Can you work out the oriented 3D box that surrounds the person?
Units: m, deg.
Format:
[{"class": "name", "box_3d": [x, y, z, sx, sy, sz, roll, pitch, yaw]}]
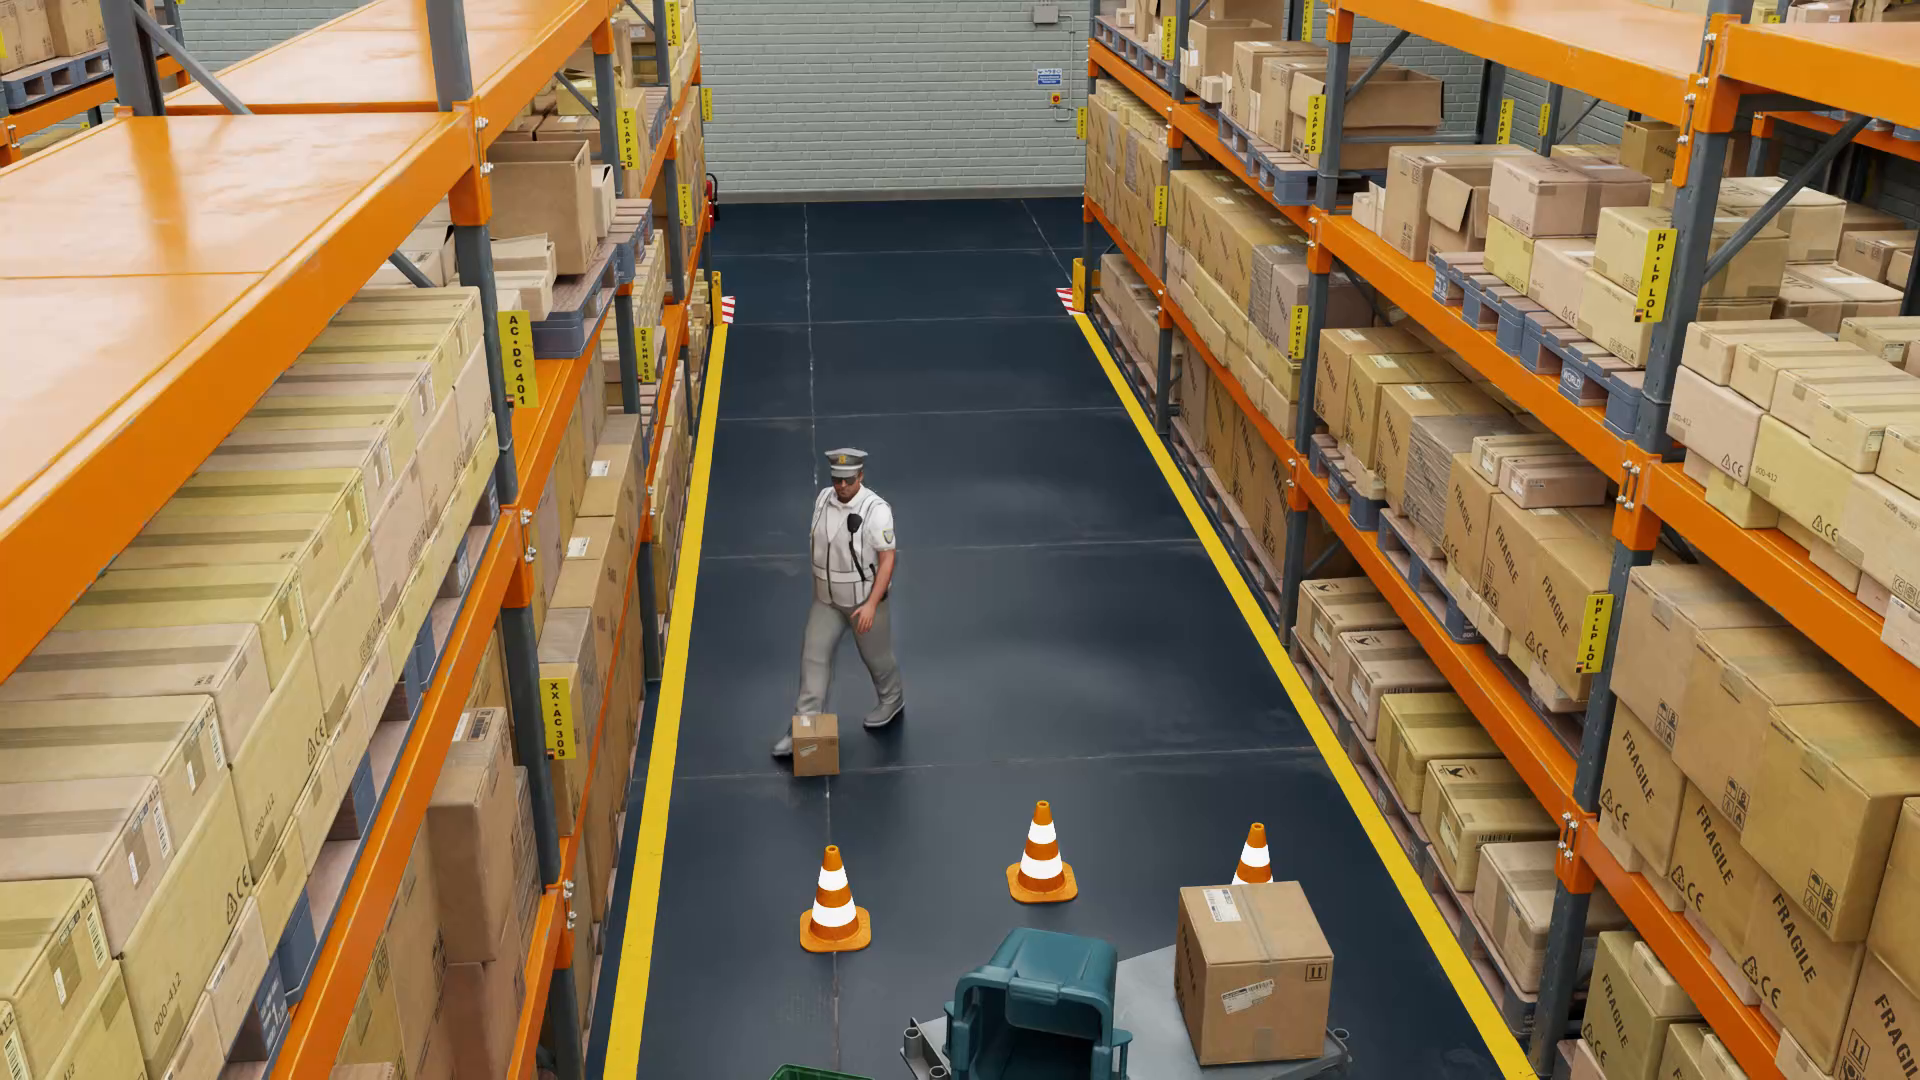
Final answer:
[{"class": "person", "box_3d": [-0.706, 0.339, 9.323, 0.617, 1.726, 0.934, 14, 27, 29]}]
